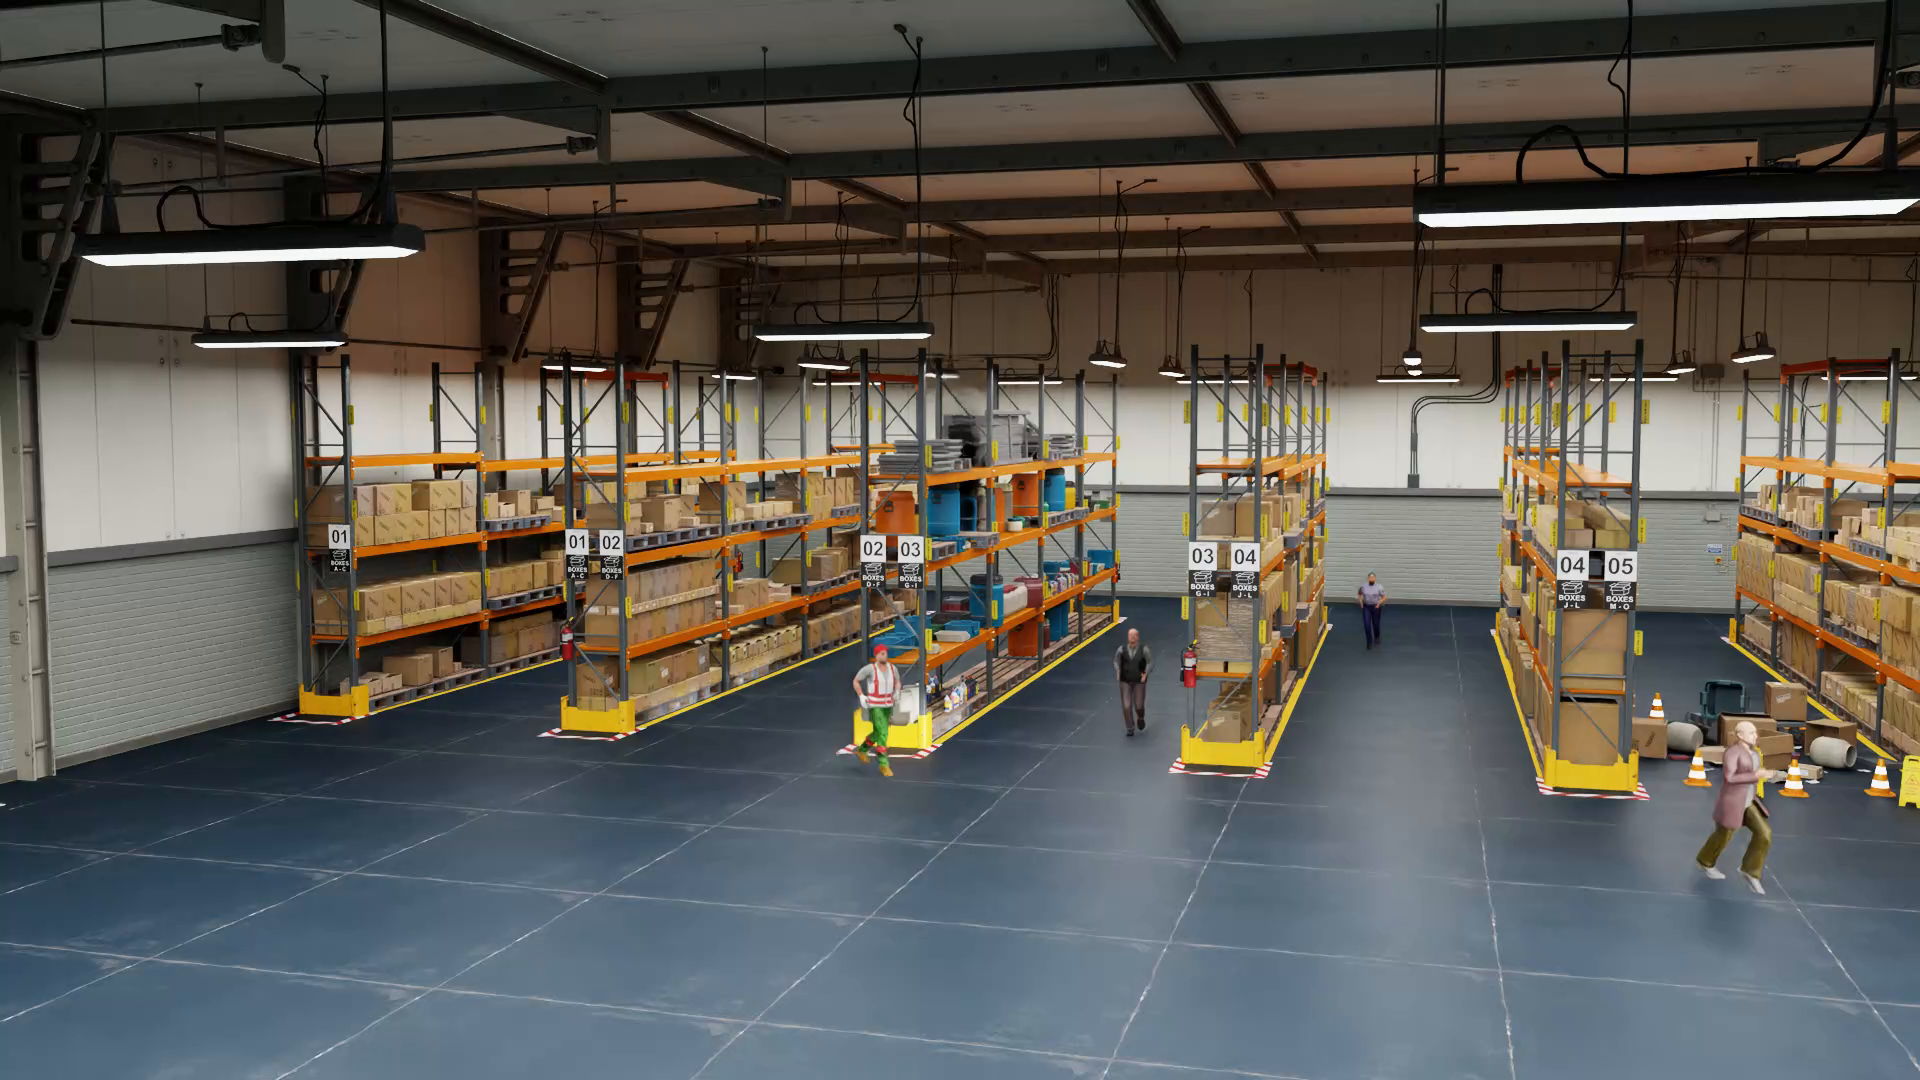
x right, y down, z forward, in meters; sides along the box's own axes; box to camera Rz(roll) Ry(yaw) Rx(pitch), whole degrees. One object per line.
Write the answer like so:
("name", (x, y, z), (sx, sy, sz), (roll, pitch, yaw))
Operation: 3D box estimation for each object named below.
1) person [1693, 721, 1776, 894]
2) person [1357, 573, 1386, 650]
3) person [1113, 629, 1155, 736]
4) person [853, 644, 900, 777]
("person", (8.184, 2.812, 17.561), (0.667, 1.852, 0.909), (-2, 5, -28))
("person", (8.848, 1.514, 35.802), (0.616, 1.630, 0.650), (1, 4, 17))
("person", (2.694, 2.221, 25.941), (0.656, 1.673, 0.606), (1, 4, 13))
("person", (-1.134, 2.351, 23.360), (0.671, 1.807, 0.897), (-4, 6, -43))
